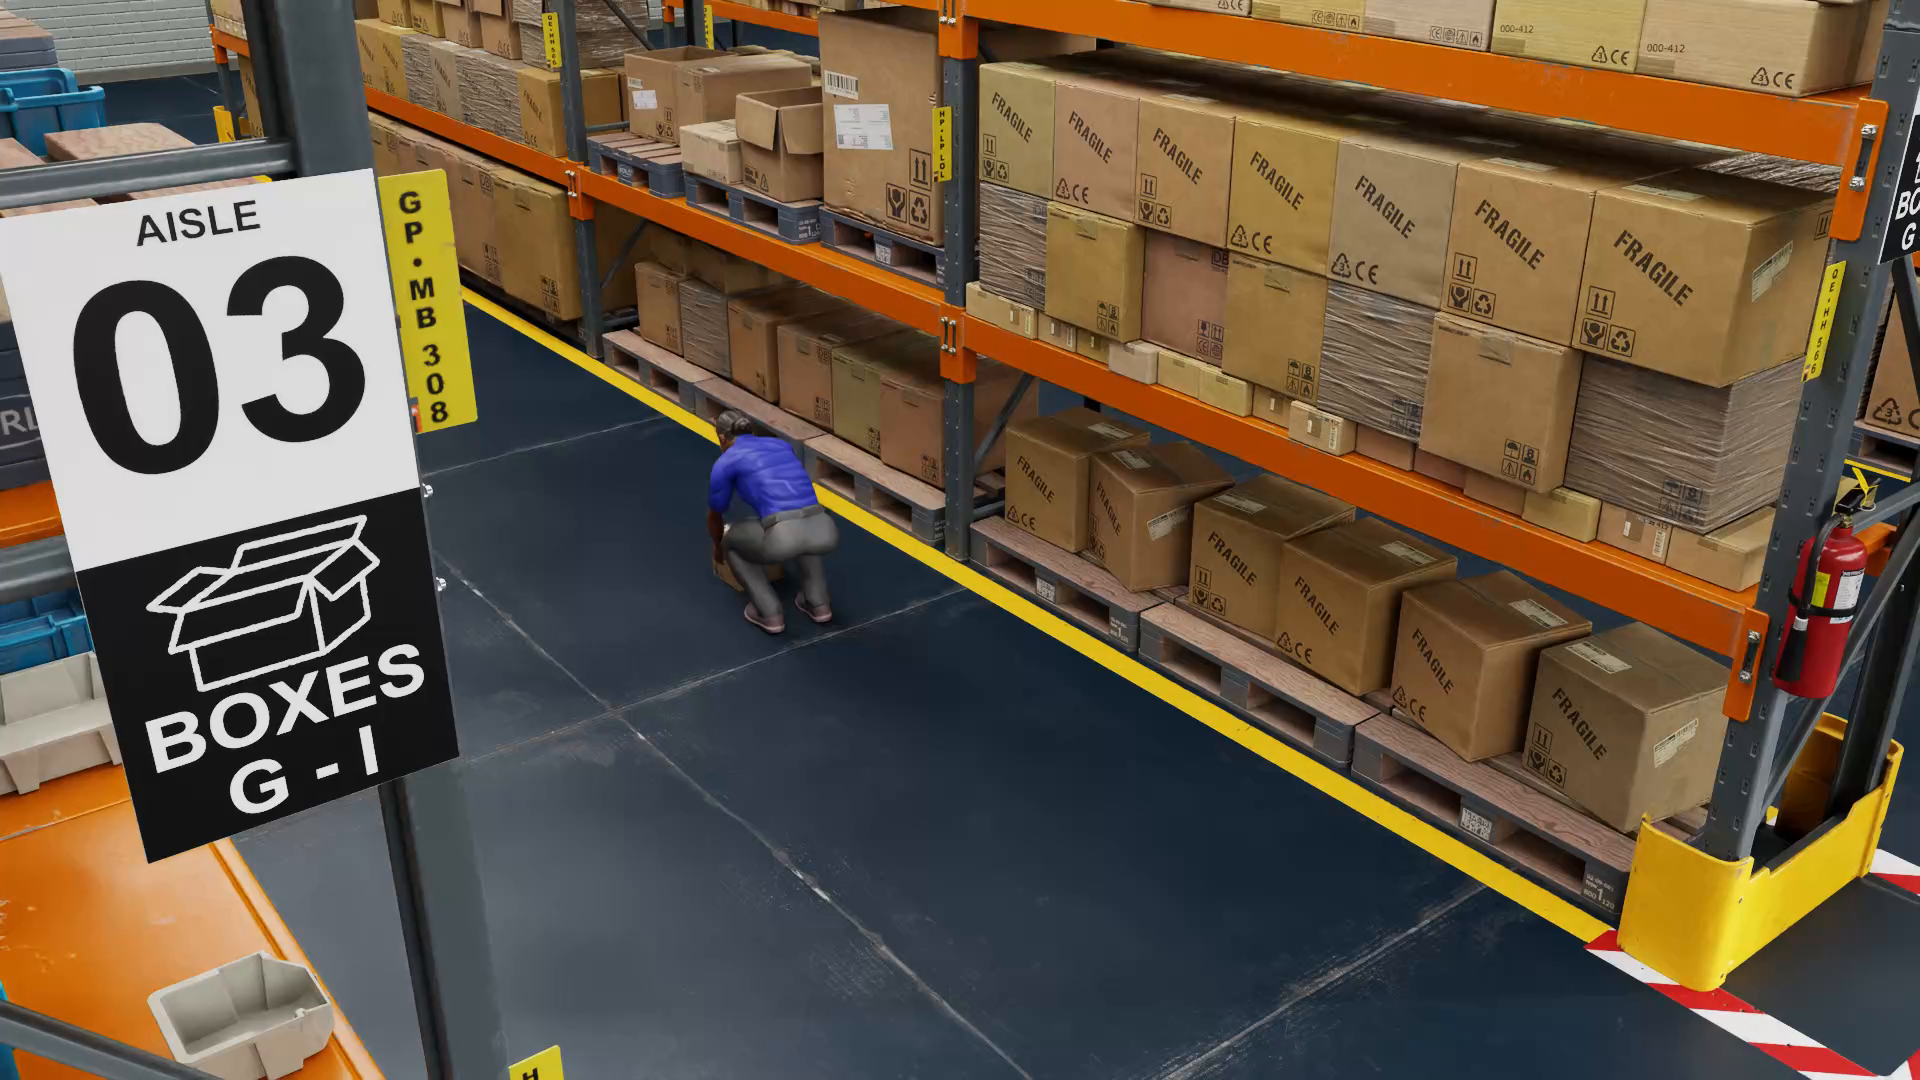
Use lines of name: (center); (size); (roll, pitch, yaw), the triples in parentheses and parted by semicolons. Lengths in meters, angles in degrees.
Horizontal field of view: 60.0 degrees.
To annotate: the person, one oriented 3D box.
person: (-0.881, -0.089, 7.700); (0.483, 0.911, 0.818); (-13, 28, -26)
